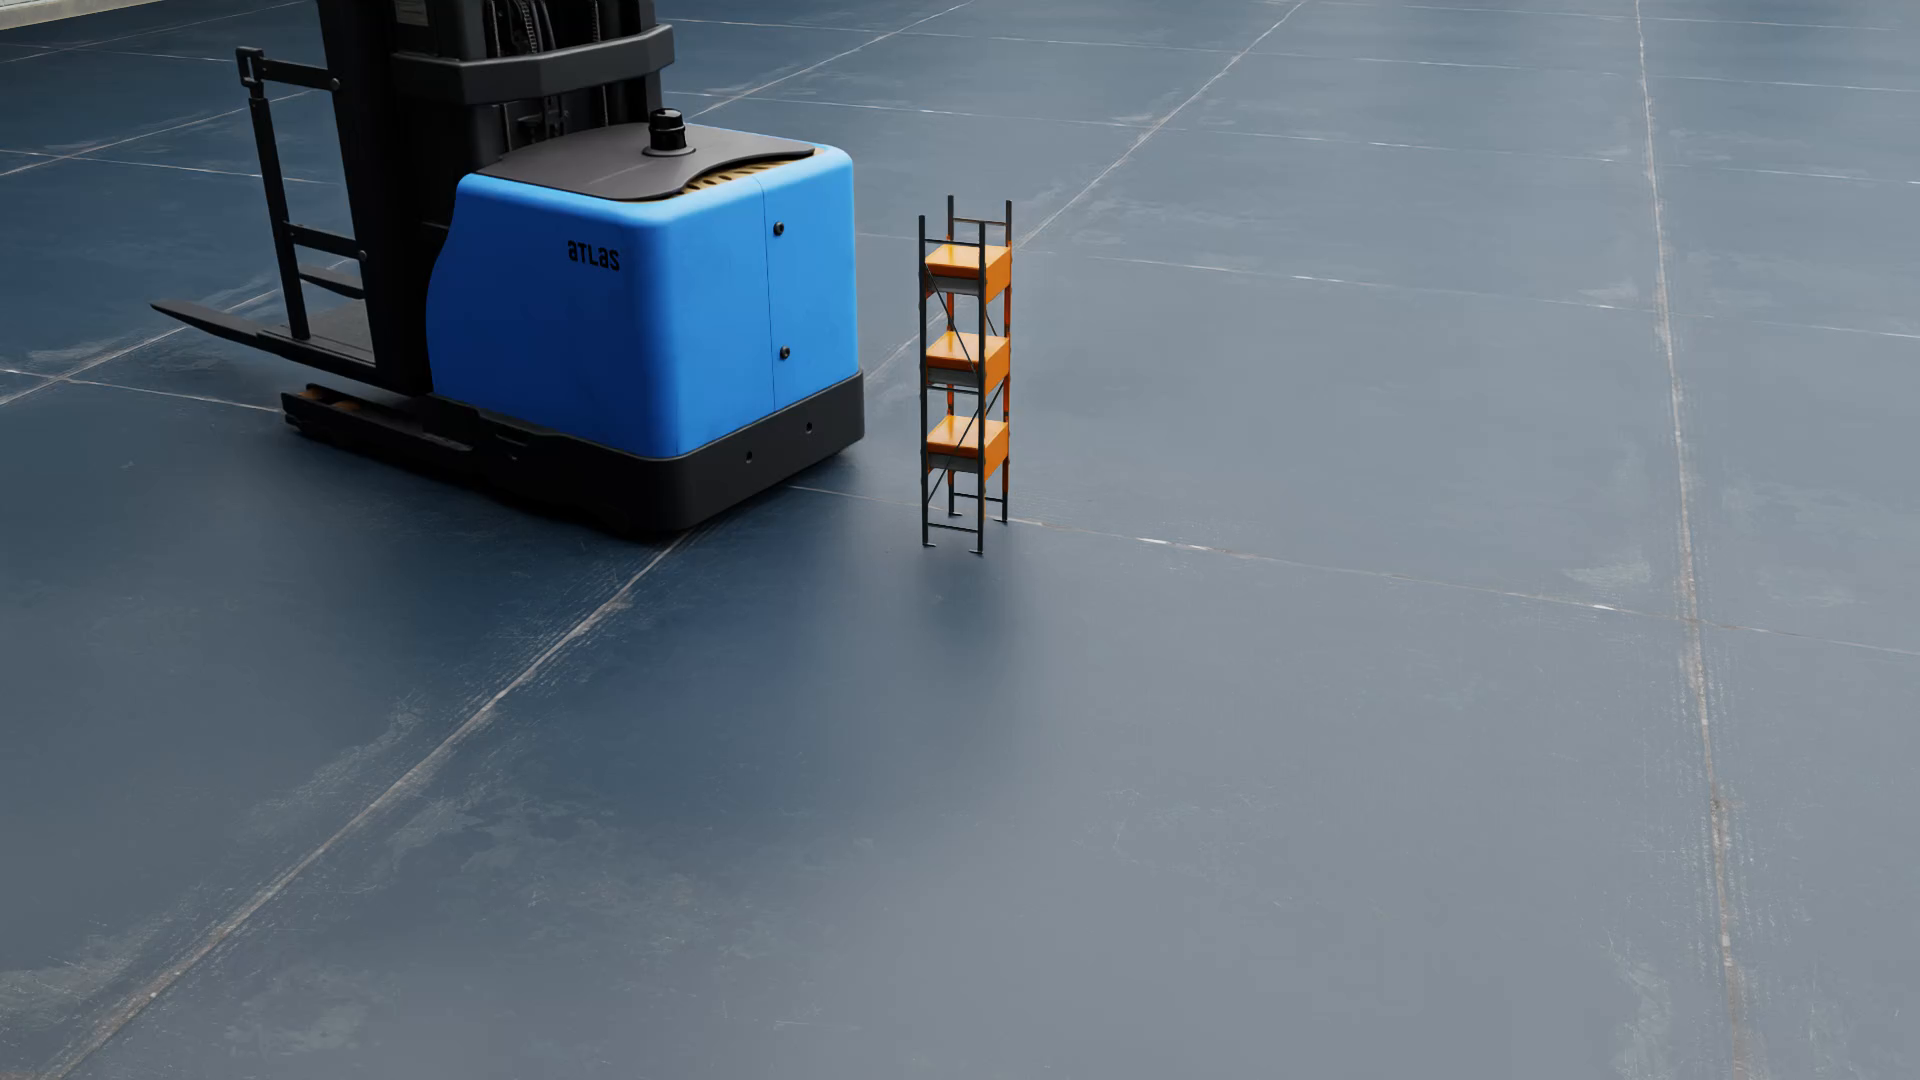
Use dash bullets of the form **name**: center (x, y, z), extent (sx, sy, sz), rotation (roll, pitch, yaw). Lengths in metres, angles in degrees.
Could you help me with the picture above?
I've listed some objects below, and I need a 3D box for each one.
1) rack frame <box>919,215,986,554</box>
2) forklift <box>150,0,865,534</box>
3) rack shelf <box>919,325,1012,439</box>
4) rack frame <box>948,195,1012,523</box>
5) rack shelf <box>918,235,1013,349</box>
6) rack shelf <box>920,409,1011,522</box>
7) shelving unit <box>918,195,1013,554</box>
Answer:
- **rack frame**: center (-0.023, -0.444, 4.963), extent (0.200, 1.050, 0.008), rotation (9, 27, 17)
- **forklift**: center (-1.839, -1.823, 5.653), extent (3.031, 2.935, 1.130), rotation (17, 30, 31)
- **rack shelf**: center (0.018, -0.485, 5.071), extent (0.215, 0.259, 0.240), rotation (9, 27, 17)
- **rack frame**: center (0.058, -0.545, 5.170), extent (0.200, 1.050, 0.008), rotation (9, 27, 17)
- **rack shelf**: center (0.018, -0.740, 4.948), extent (0.215, 0.259, 0.240), rotation (9, 27, 17)
- **rack shelf**: center (0.018, -0.235, 5.192), extent (0.215, 0.259, 0.240), rotation (9, 27, 17)
- **shelving unit**: center (0.018, -0.495, 5.067), extent (0.215, 1.050, 0.252), rotation (9, 27, 17)
